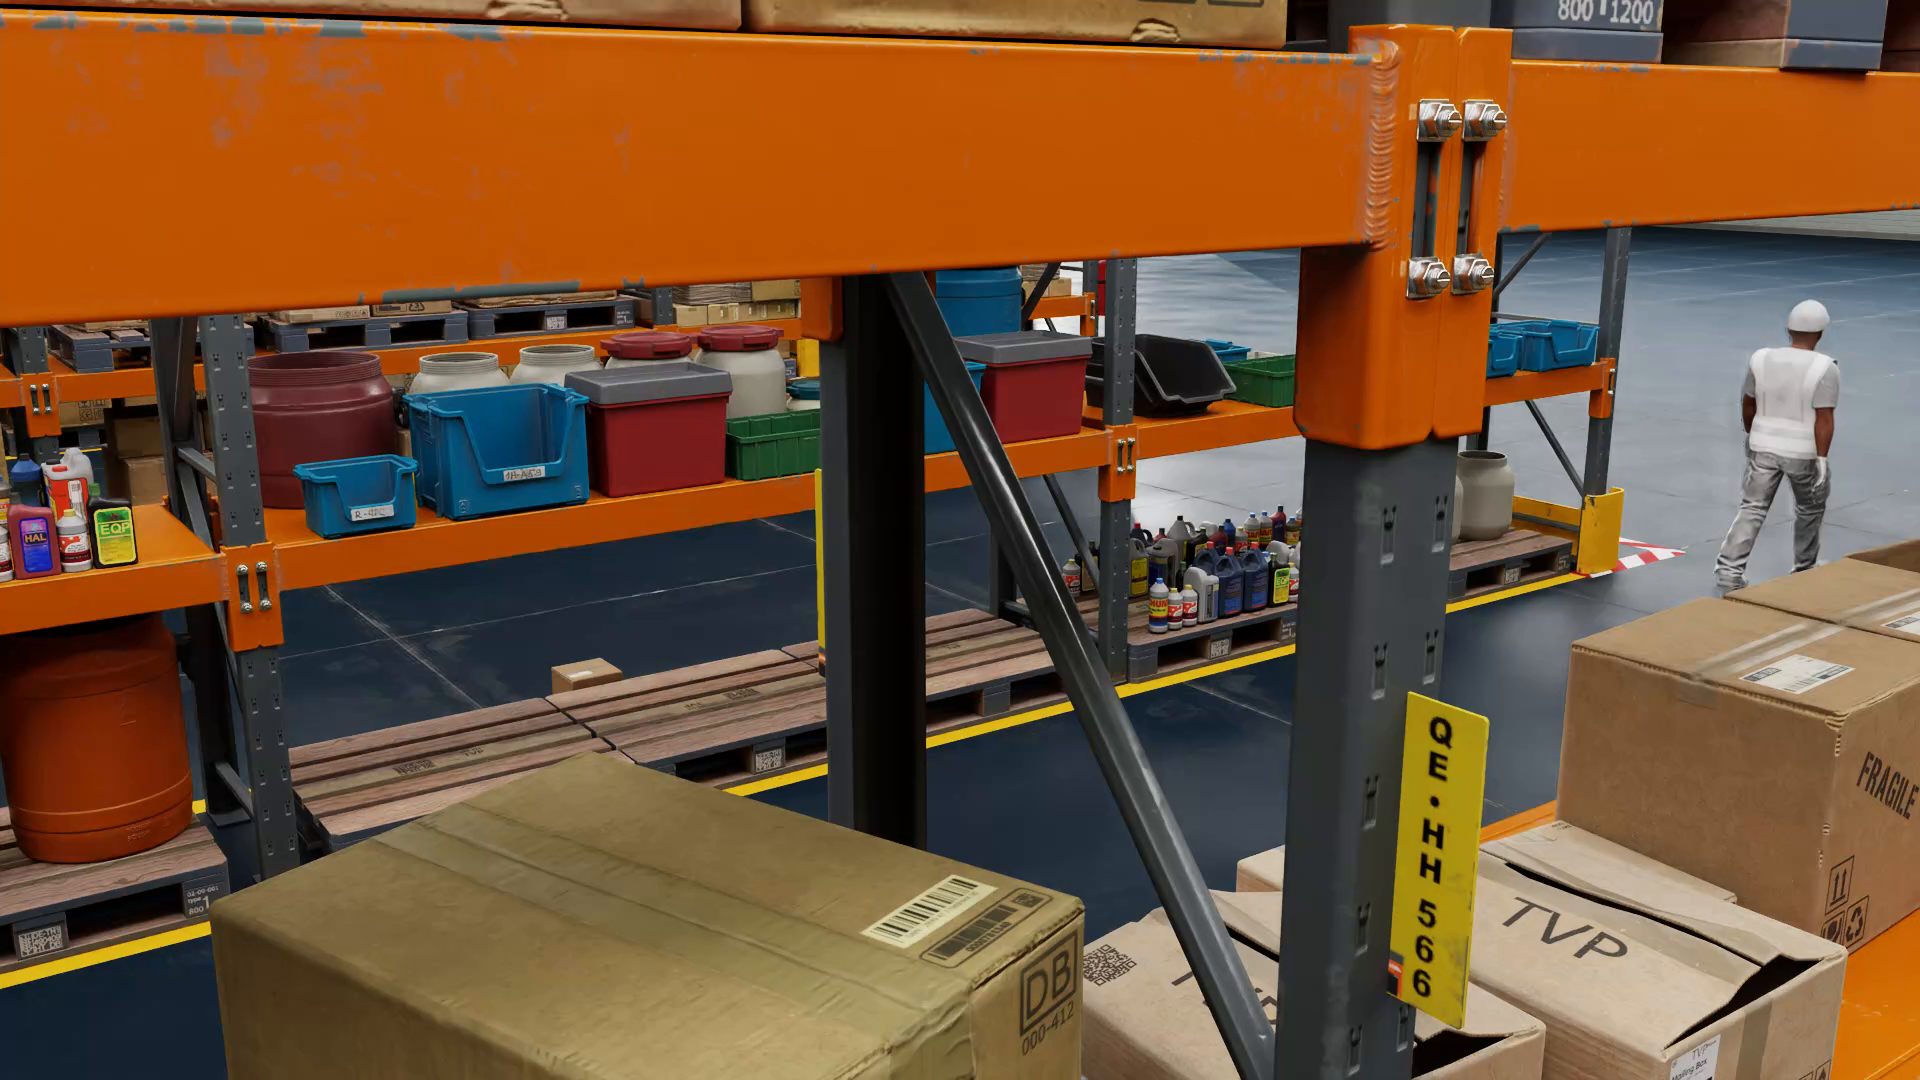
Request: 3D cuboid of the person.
[{"bbox_3d":[4.835,-0.533,9.731,1.054,1.749,0.570,-14,19,-43],"label":"person"}]
